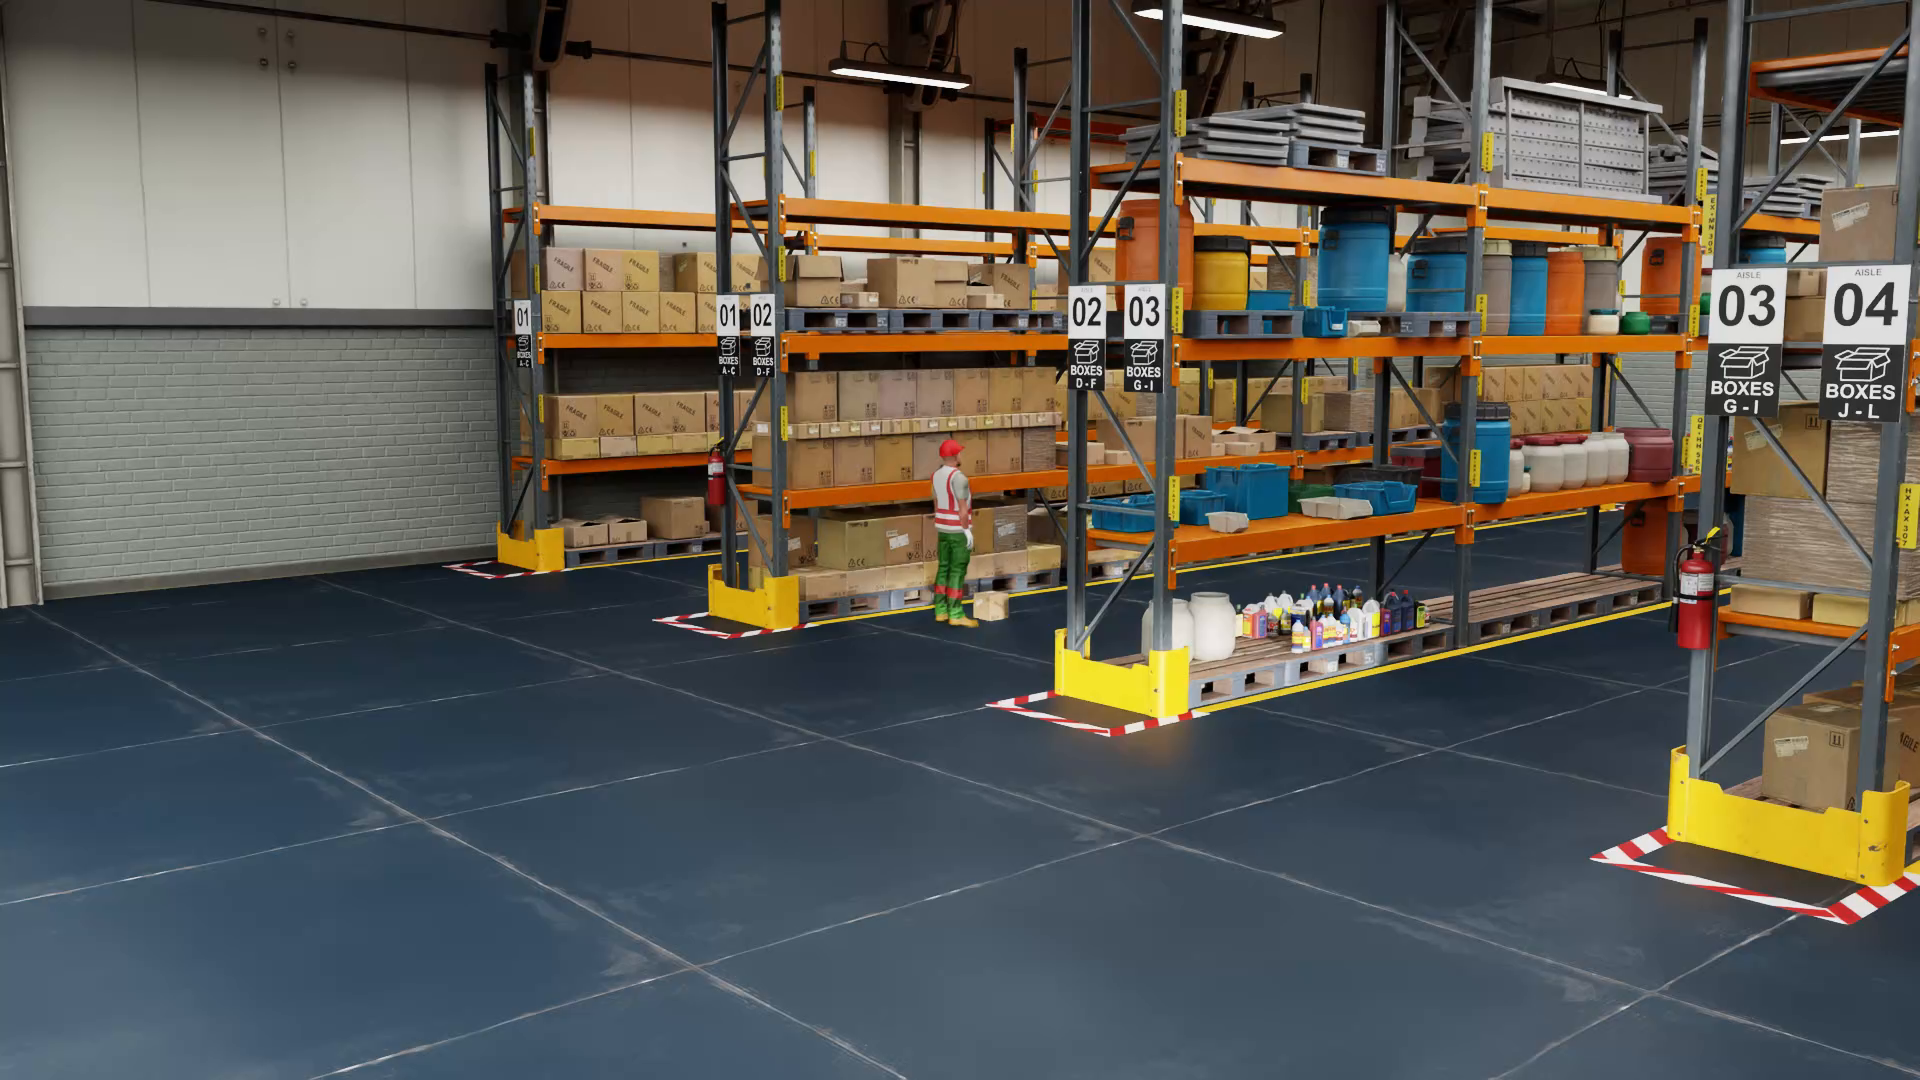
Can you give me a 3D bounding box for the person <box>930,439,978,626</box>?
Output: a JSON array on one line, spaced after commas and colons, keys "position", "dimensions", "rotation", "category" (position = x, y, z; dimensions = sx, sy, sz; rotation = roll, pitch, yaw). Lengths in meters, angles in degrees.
[{"position": [-0.055, -0.080, 16.180], "dimensions": [0.337, 1.808, 0.556], "rotation": [-5, 9, -33], "category": "person"}]
